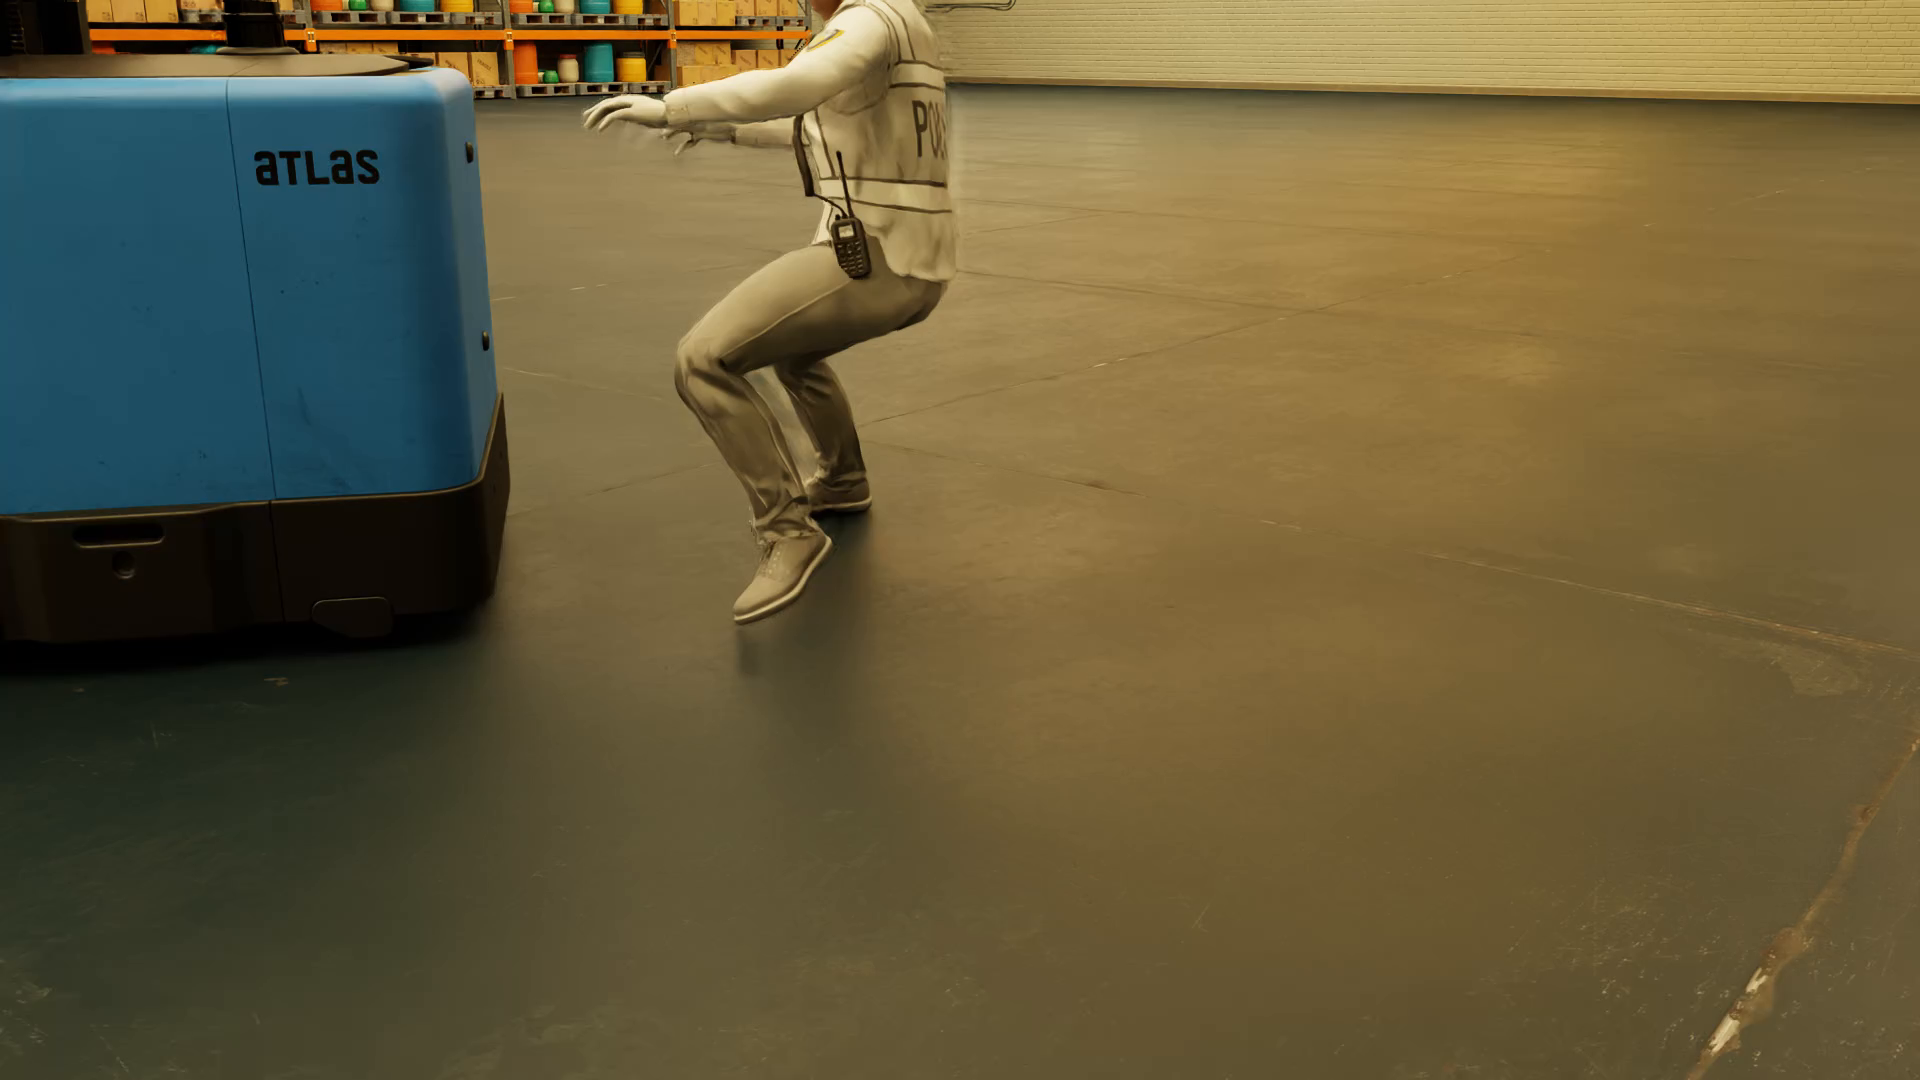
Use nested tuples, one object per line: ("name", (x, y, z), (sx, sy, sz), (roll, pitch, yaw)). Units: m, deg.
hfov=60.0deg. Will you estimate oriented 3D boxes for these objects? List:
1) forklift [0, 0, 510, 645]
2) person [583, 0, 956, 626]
("forklift", (-2.508, -1.253, 3.025), (3.031, 2.935, 1.130), (-4, 17, -12))
("person", (-0.355, -0.640, 3.564), (0.691, 1.443, 0.990), (4, 17, 13))
